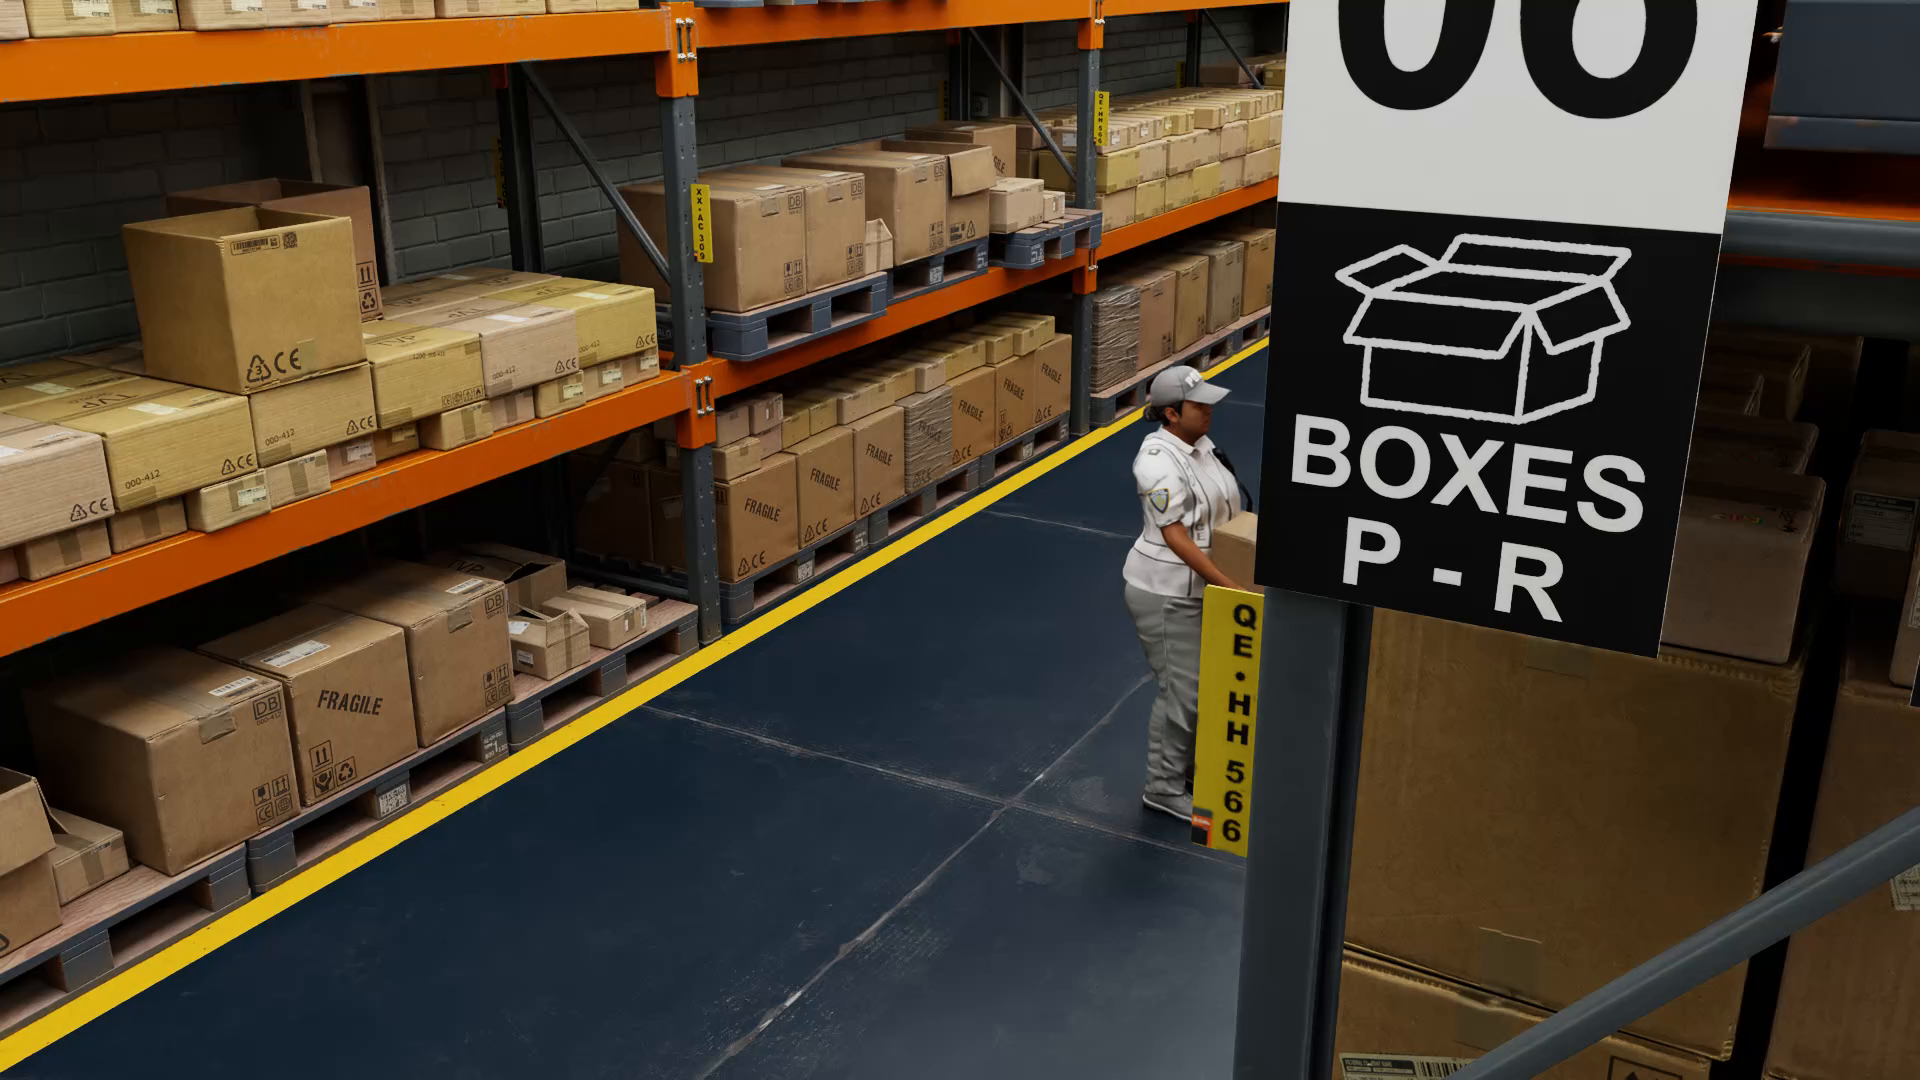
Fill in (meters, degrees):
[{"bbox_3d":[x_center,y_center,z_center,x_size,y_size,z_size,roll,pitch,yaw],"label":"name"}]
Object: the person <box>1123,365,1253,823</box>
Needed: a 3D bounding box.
[{"bbox_3d":[0.876,0.196,6.031,0.541,1.655,0.454,11,22,28],"label":"person"}]
